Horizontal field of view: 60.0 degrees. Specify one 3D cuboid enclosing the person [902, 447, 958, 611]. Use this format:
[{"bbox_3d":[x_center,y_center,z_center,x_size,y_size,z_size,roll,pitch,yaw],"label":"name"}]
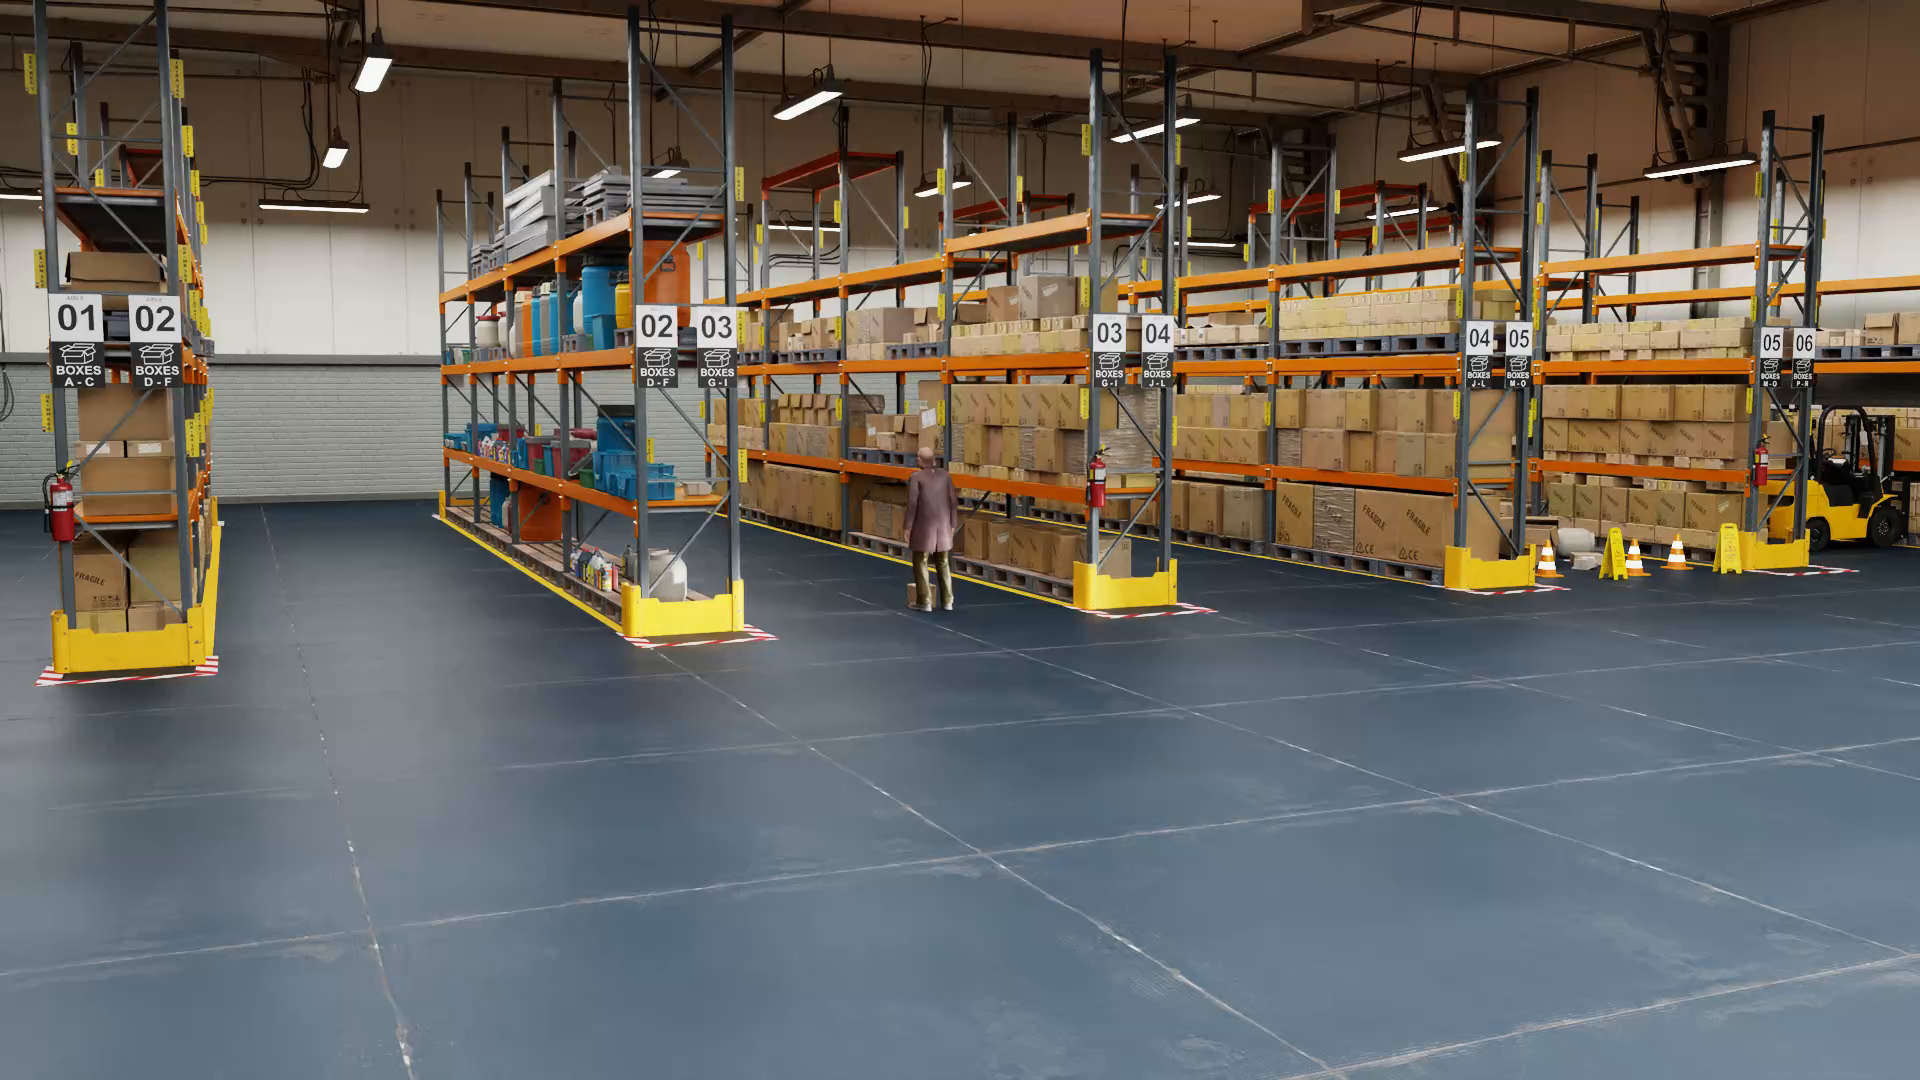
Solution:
[{"bbox_3d":[-0.327,-0.121,18.016,0.647,1.772,0.429,-3,6,-27],"label":"person"}]
